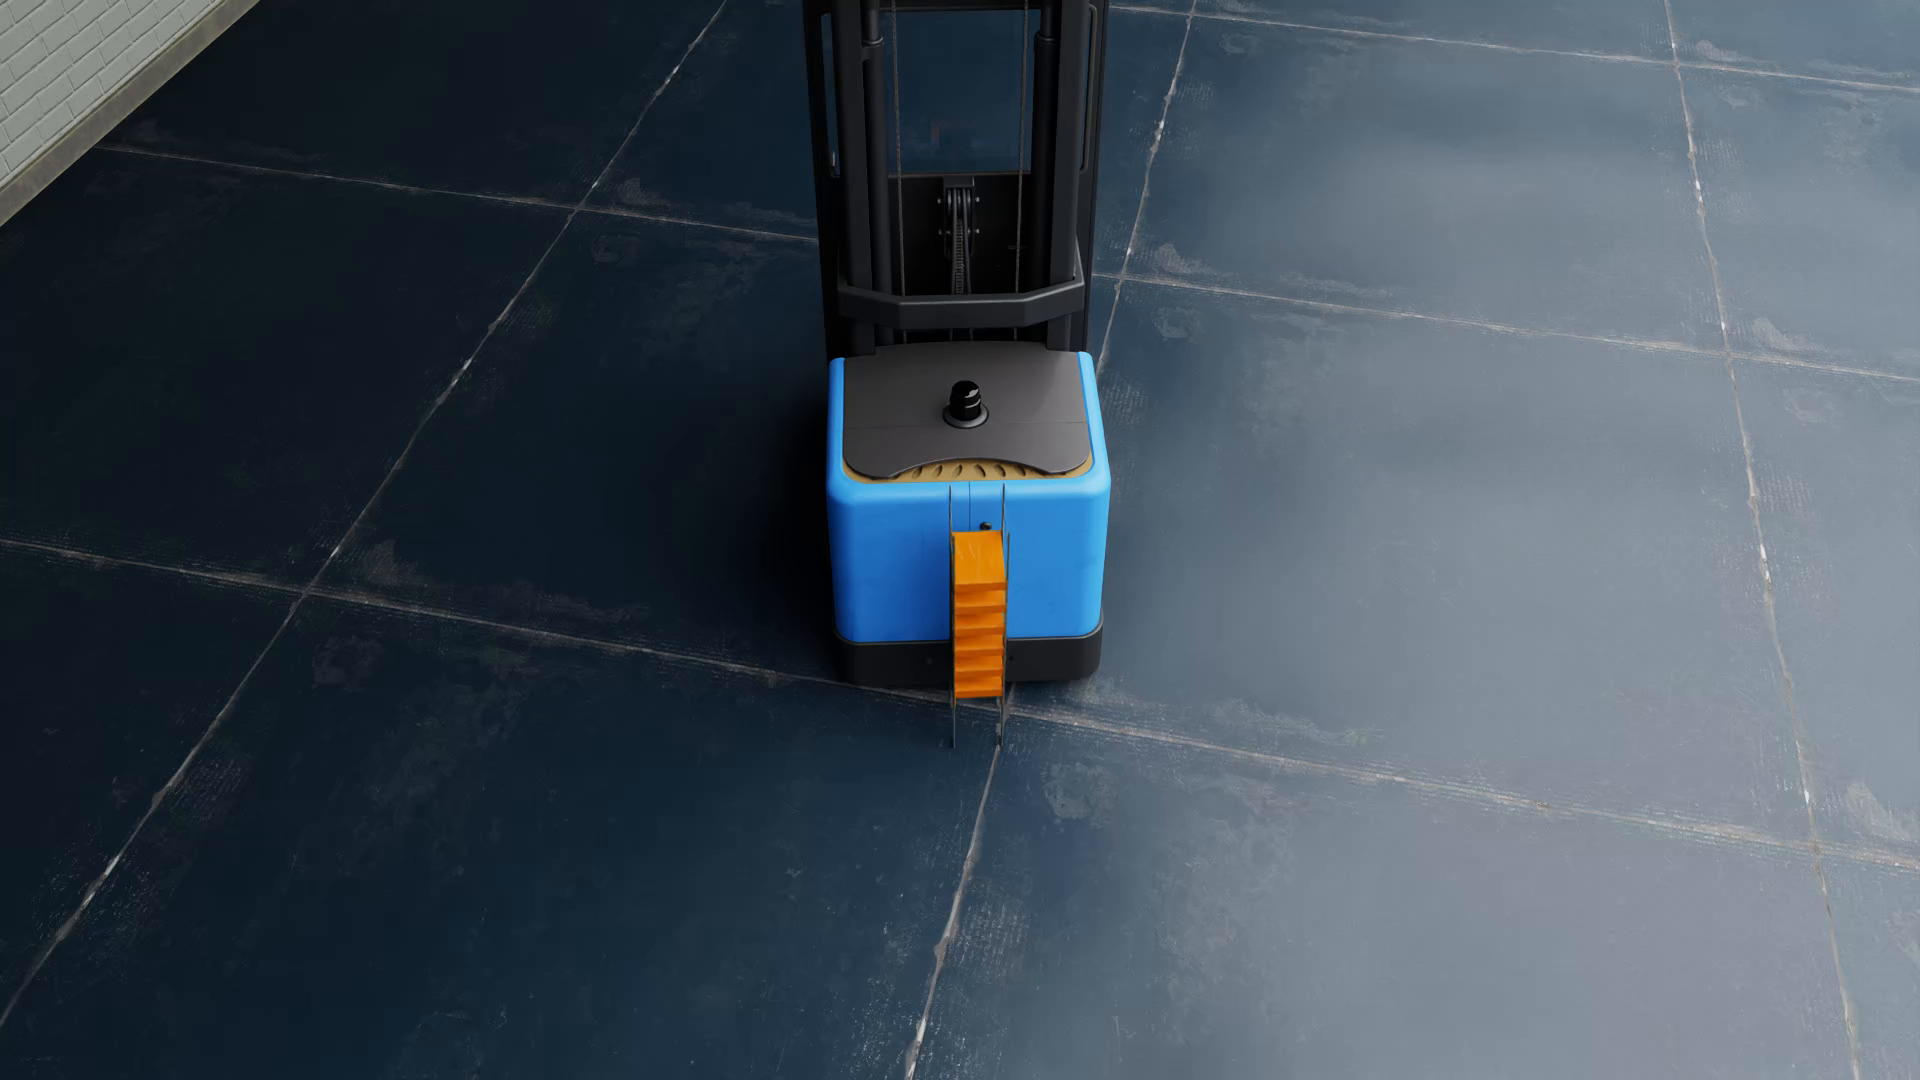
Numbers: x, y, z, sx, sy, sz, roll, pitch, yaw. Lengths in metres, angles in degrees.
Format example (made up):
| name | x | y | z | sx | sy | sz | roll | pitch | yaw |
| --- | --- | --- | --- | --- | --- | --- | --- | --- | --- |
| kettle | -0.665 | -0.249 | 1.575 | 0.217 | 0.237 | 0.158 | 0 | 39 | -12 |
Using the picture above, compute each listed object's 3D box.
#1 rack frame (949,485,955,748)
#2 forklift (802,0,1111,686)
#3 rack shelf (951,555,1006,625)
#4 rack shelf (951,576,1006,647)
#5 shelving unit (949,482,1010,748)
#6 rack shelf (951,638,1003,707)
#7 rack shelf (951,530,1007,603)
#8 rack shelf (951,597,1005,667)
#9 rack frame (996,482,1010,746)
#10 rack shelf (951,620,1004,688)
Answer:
| name | x | y | z | sx | sy | sz | roll | pitch | yaw |
| --- | --- | --- | --- | --- | --- | --- | --- | --- | --- |
| rack frame | -0.028 | 0.305 | 6.017 | 0.006 | 1.200 | 0.240 | -3 | 48 | -3 |
| forklift | -0.025 | -1.493 | 6.648 | 1.130 | 2.935 | 3.031 | -2 | 44 | -2 |
| rack shelf | 0.063 | 0.169 | 5.876 | 0.180 | 0.103 | 0.258 | -3 | 48 | -3 |
| rack shelf | 0.063 | 0.250 | 5.965 | 0.180 | 0.103 | 0.258 | -3 | 48 | -3 |
| shelving unit | 0.063 | 0.301 | 6.021 | 0.189 | 1.200 | 0.258 | -3 | 48 | -3 |
| rack shelf | 0.062 | 0.493 | 6.231 | 0.180 | 0.103 | 0.258 | -3 | 48 | -3 |
| rack shelf | 0.064 | 0.088 | 5.788 | 0.180 | 0.103 | 0.258 | -3 | 48 | -3 |
| rack shelf | 0.063 | 0.331 | 6.053 | 0.180 | 0.103 | 0.258 | -3 | 48 | -3 |
| rack frame | 0.154 | 0.297 | 6.025 | 0.006 | 1.200 | 0.240 | -3 | 48 | -3 |
| rack shelf | 0.063 | 0.412 | 6.142 | 0.180 | 0.103 | 0.258 | -3 | 48 | -3 |
